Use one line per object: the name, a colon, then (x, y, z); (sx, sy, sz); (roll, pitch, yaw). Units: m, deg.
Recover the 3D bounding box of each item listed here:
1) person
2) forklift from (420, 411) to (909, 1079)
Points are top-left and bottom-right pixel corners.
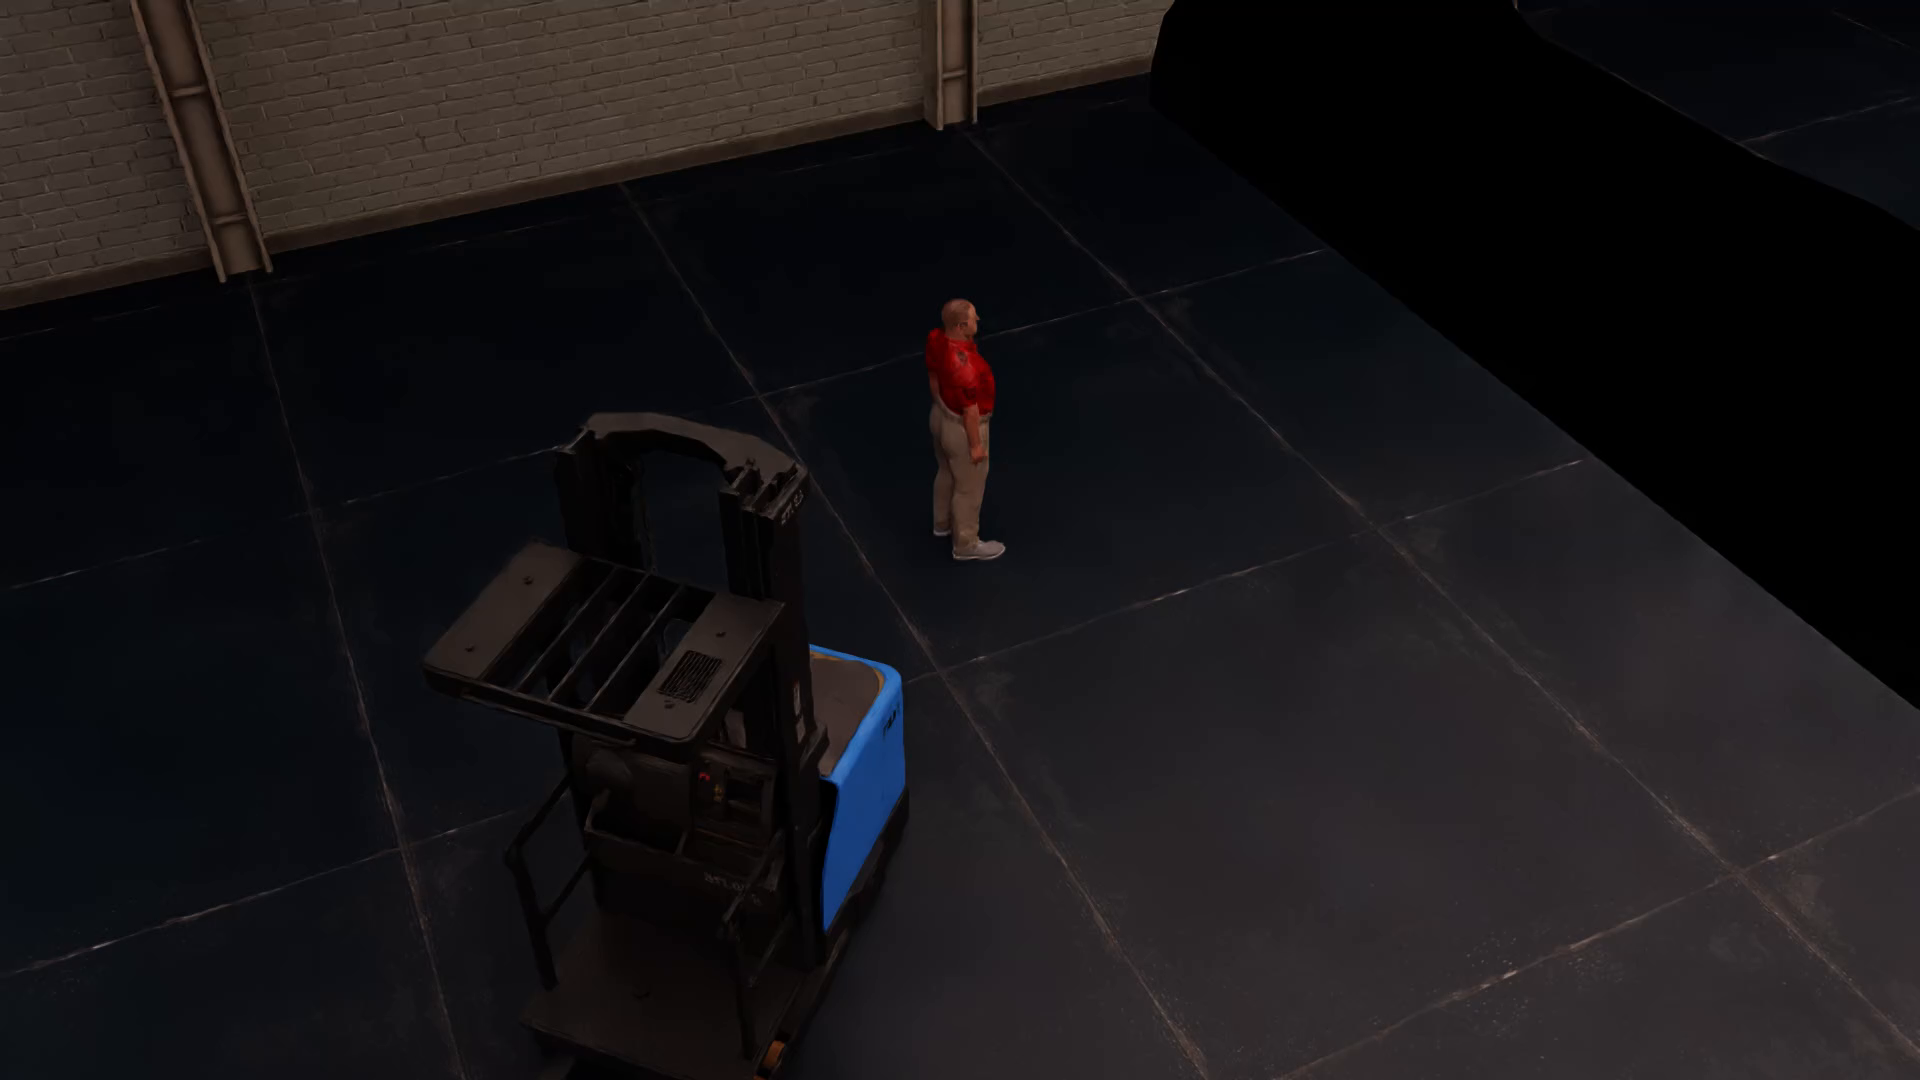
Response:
person: (0.023, -0.670, 9.759); (0.365, 1.730, 0.523); (-17, 43, -19)
forklift: (-1.260, 1.079, 6.723); (1.130, 2.935, 3.031); (14, 42, 16)
